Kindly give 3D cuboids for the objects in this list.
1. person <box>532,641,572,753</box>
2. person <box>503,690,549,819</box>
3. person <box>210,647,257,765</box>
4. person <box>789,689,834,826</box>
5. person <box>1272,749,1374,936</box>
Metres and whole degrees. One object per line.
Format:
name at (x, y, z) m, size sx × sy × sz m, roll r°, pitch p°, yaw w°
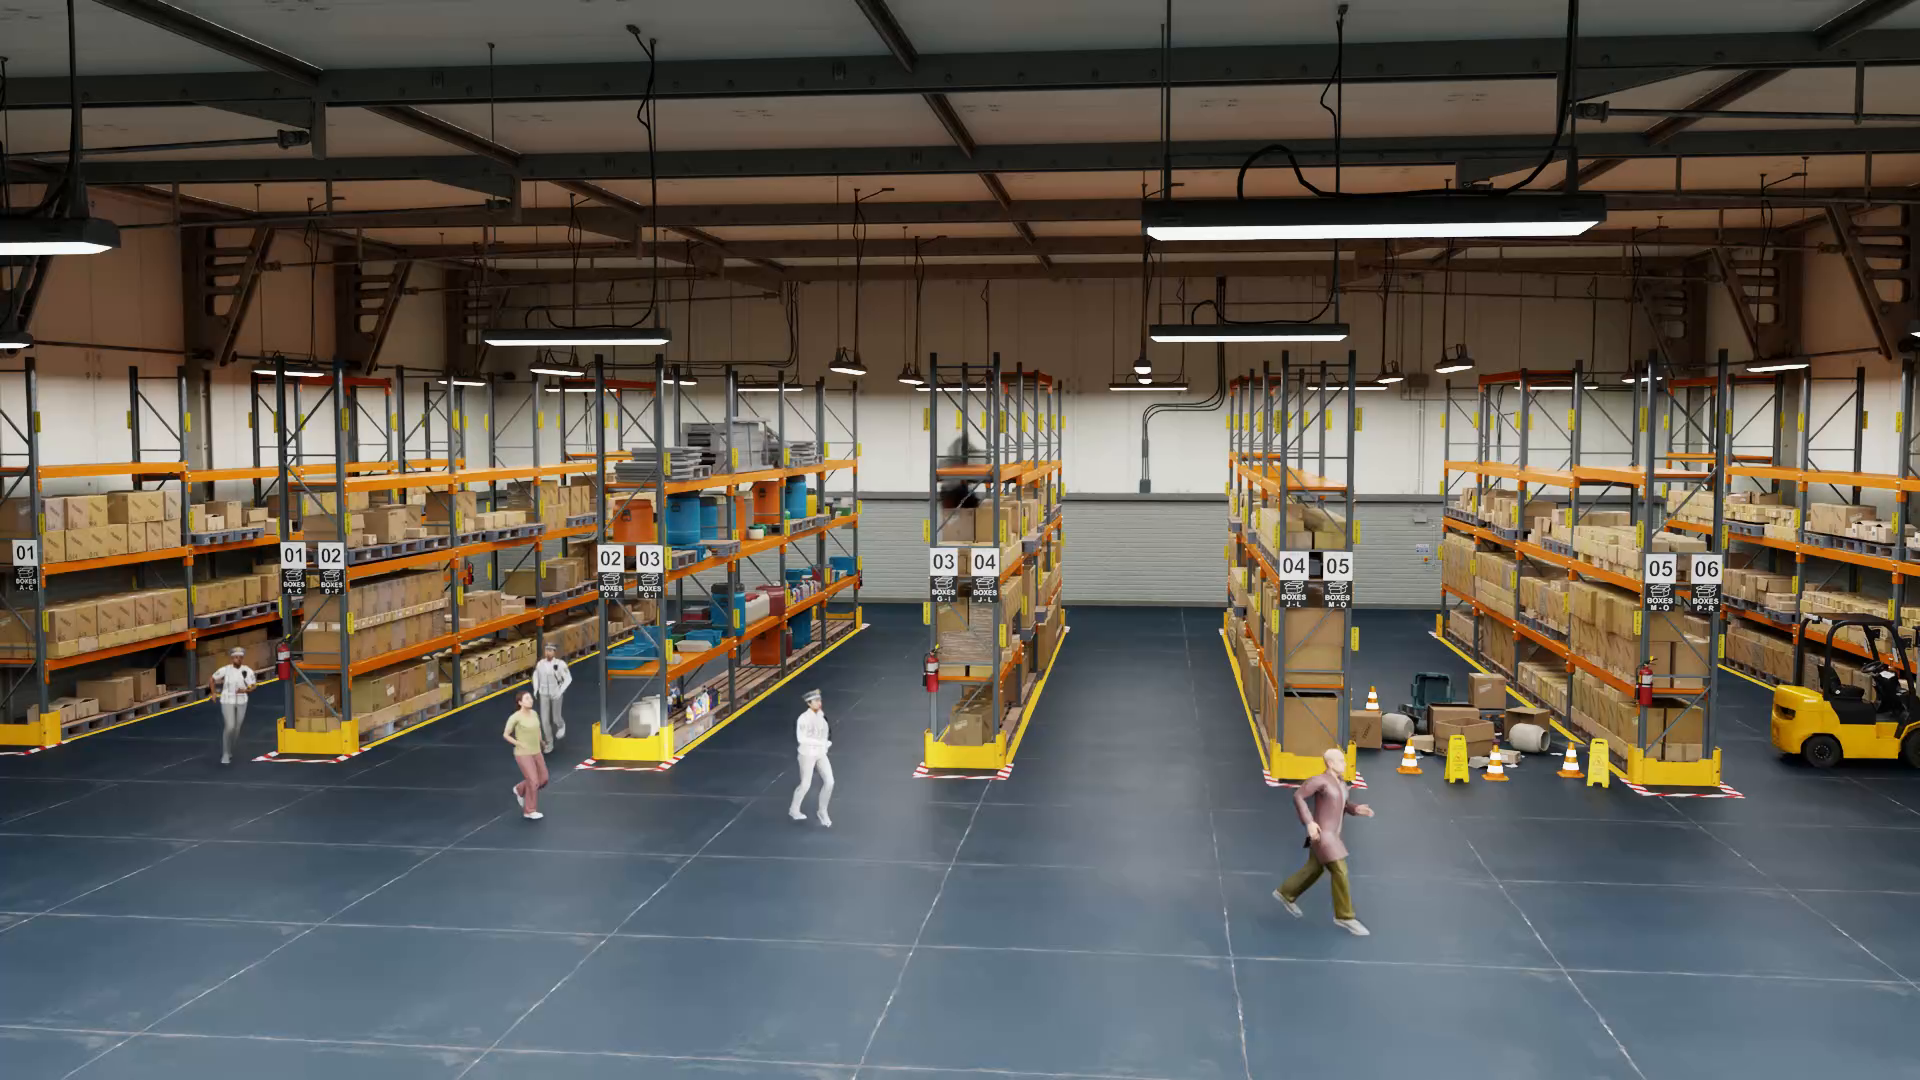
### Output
person at (-6.264, 2.372, 25.526) m, size 0.631 × 1.675 × 0.735 m, roll 0°, pitch 4°, yaw 2°
person at (-5.512, 2.701, 21.053) m, size 0.579 × 1.618 × 0.578 m, roll 3°, pitch 5°, yaw 34°
person at (-10.697, 2.445, 24.541) m, size 0.587 × 1.730 × 0.607 m, roll -3°, pitch 5°, yaw -39°
person at (-1.810, 2.717, 20.652) m, size 0.711 × 1.764 × 0.632 m, roll 3°, pitch 5°, yaw 39°
person at (3.581, 2.949, 16.479) m, size 1.026 × 1.804 × 0.649 m, roll 2°, pitch 5°, yaw 29°
